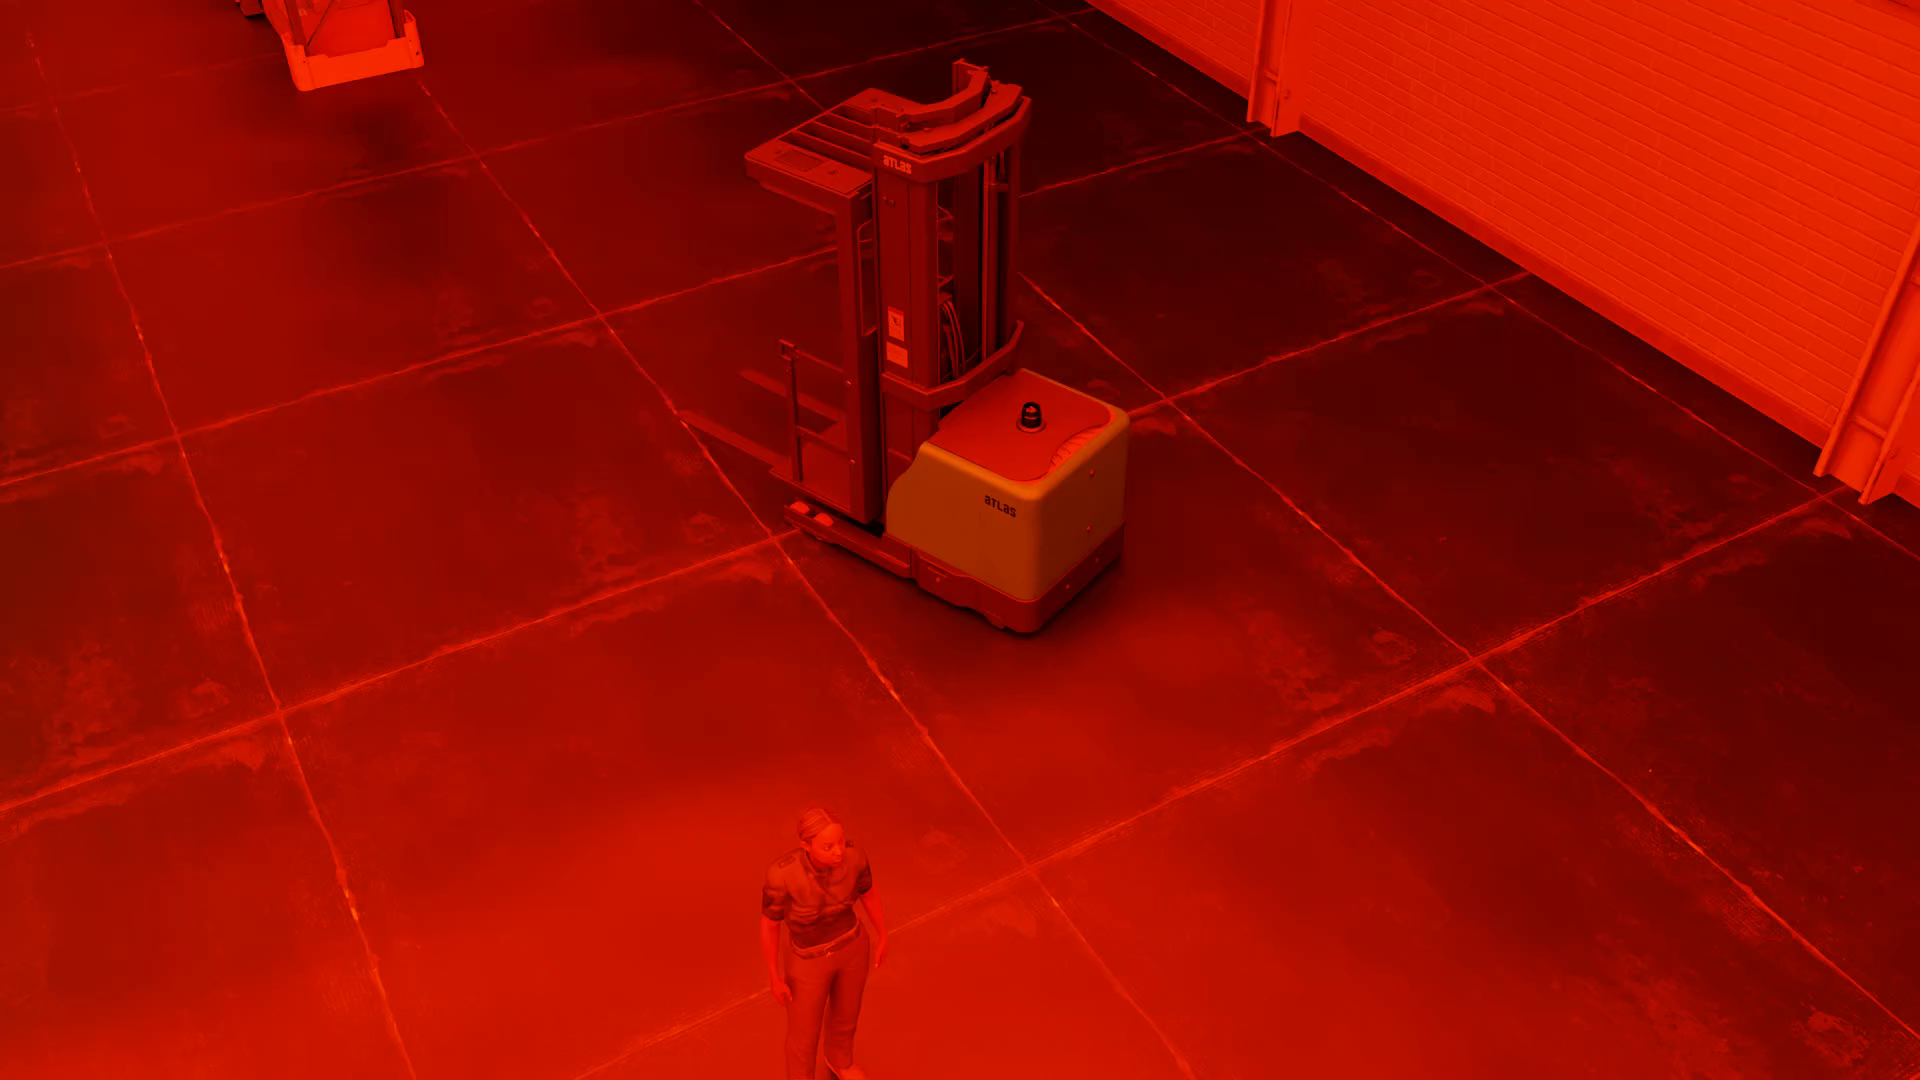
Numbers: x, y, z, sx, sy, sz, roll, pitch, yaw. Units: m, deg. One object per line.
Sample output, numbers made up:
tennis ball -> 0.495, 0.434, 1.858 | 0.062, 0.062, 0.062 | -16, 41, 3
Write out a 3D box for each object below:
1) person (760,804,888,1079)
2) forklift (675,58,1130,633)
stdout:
person -> -0.532, 1.780, 6.879 | 0.570, 1.654, 0.504 | -19, 43, -21
forklift -> -0.481, -1.366, 9.683 | 3.031, 2.935, 1.130 | 26, 46, 28
